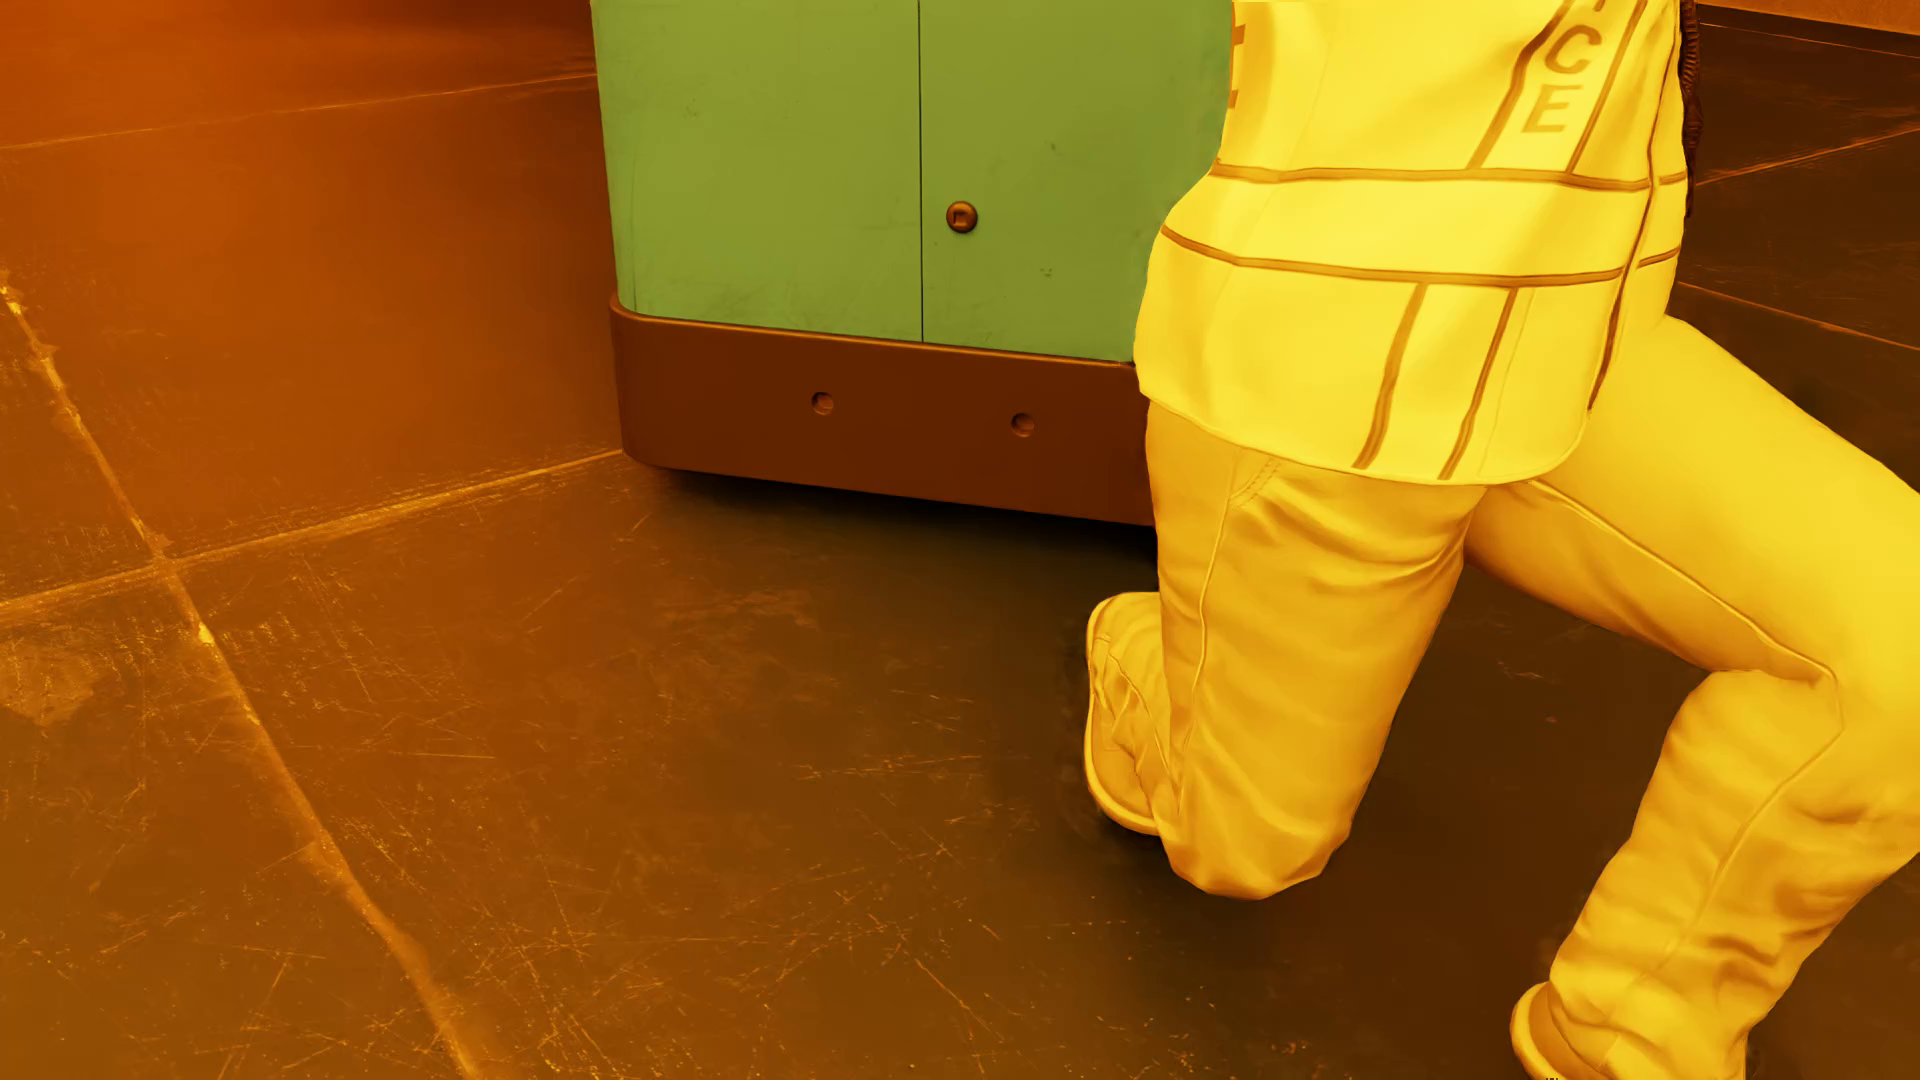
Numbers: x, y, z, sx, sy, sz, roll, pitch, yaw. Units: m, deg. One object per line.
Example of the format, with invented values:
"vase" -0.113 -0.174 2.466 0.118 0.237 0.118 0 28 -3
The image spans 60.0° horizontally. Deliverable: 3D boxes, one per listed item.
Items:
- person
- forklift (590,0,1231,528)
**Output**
"person" 0.528 -0.238 1.449 0.853 1.382 0.944 -20 33 -34
"forklift" 0.356 -1.959 3.136 1.130 2.935 3.031 7 28 14
